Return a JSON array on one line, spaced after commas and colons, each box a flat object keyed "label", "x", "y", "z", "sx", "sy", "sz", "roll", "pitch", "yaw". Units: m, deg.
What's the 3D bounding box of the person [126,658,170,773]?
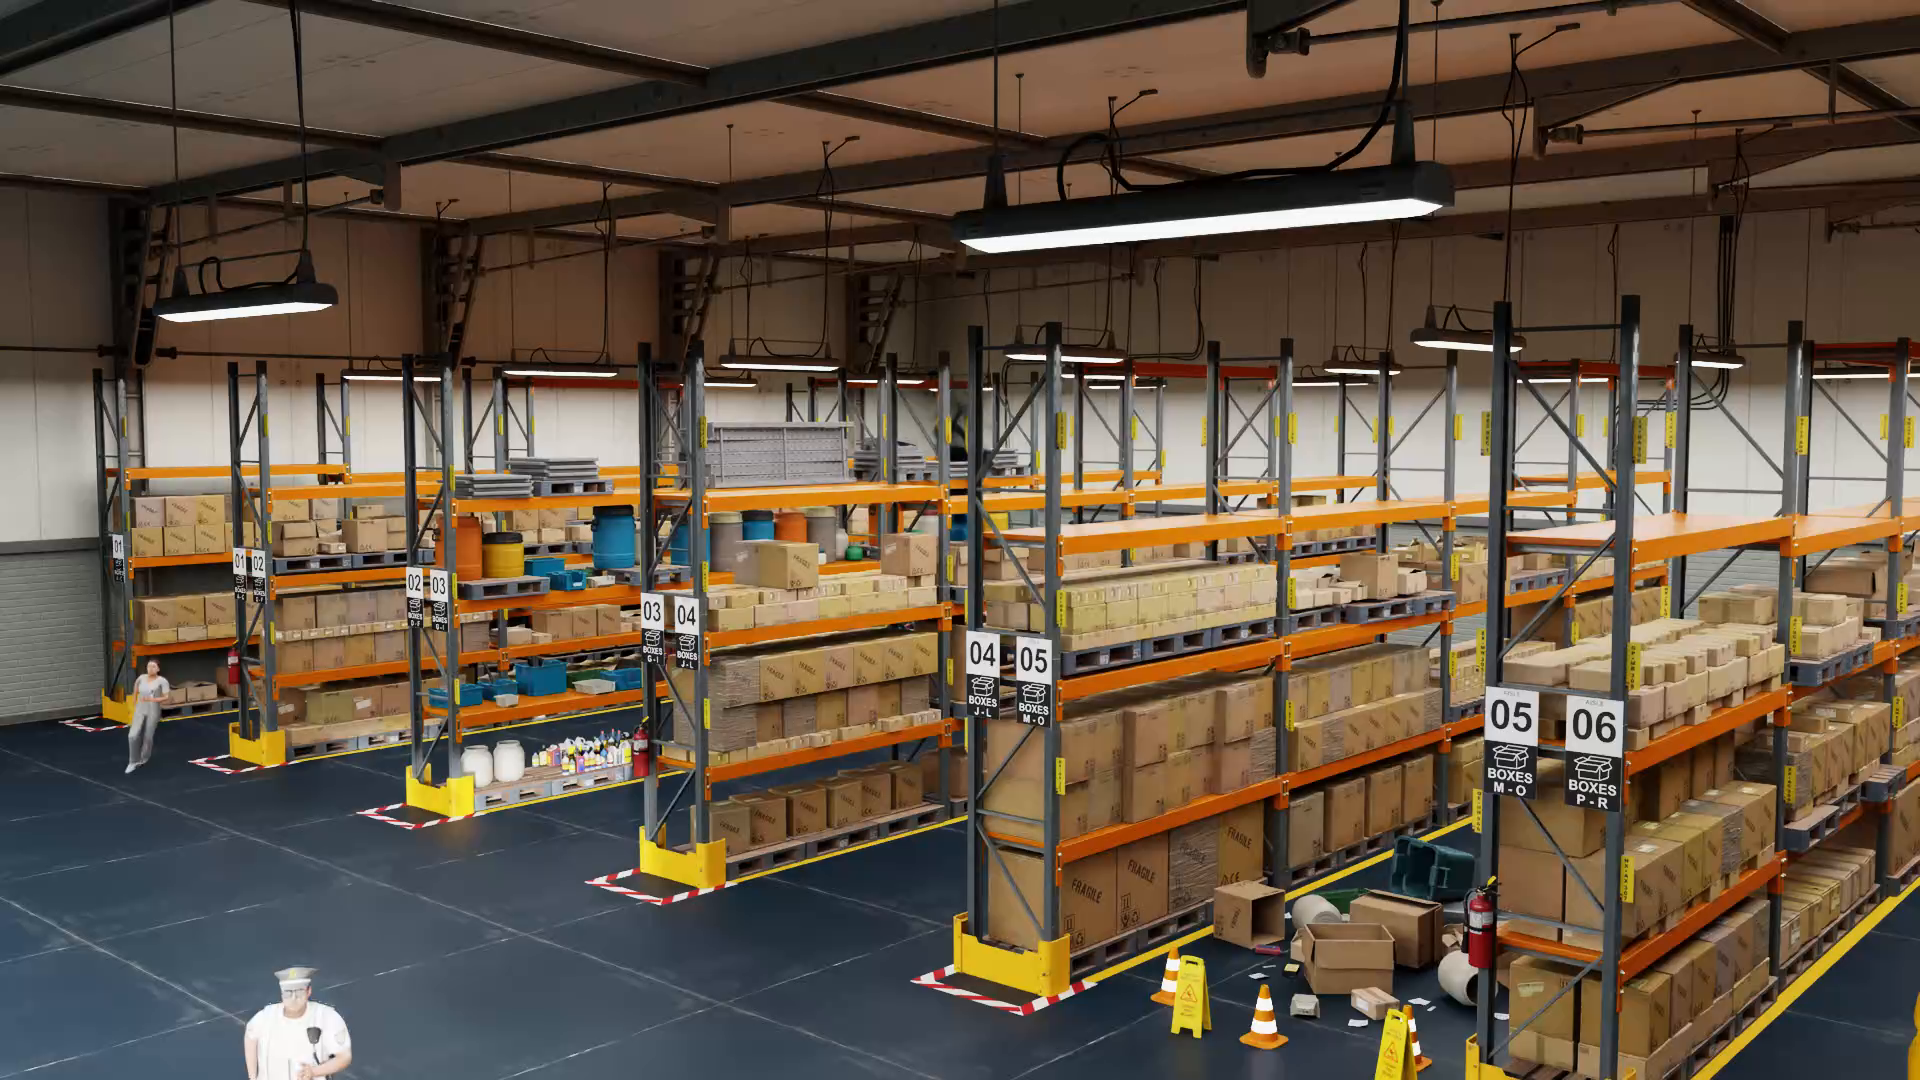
[{"label": "person", "x": -11.903, "y": 2.566, "z": 24.436, "sx": 0.631, "sy": 1.695, "sz": 0.663, "roll": -1, "pitch": 4, "yaw": -9}]

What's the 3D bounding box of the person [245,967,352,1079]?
[{"label": "person", "x": -4.104, "y": 3.517, "z": 10.327, "sx": 0.634, "sy": 1.837, "sz": 0.875, "roll": -1, "pitch": 4, "yaw": -19}]
